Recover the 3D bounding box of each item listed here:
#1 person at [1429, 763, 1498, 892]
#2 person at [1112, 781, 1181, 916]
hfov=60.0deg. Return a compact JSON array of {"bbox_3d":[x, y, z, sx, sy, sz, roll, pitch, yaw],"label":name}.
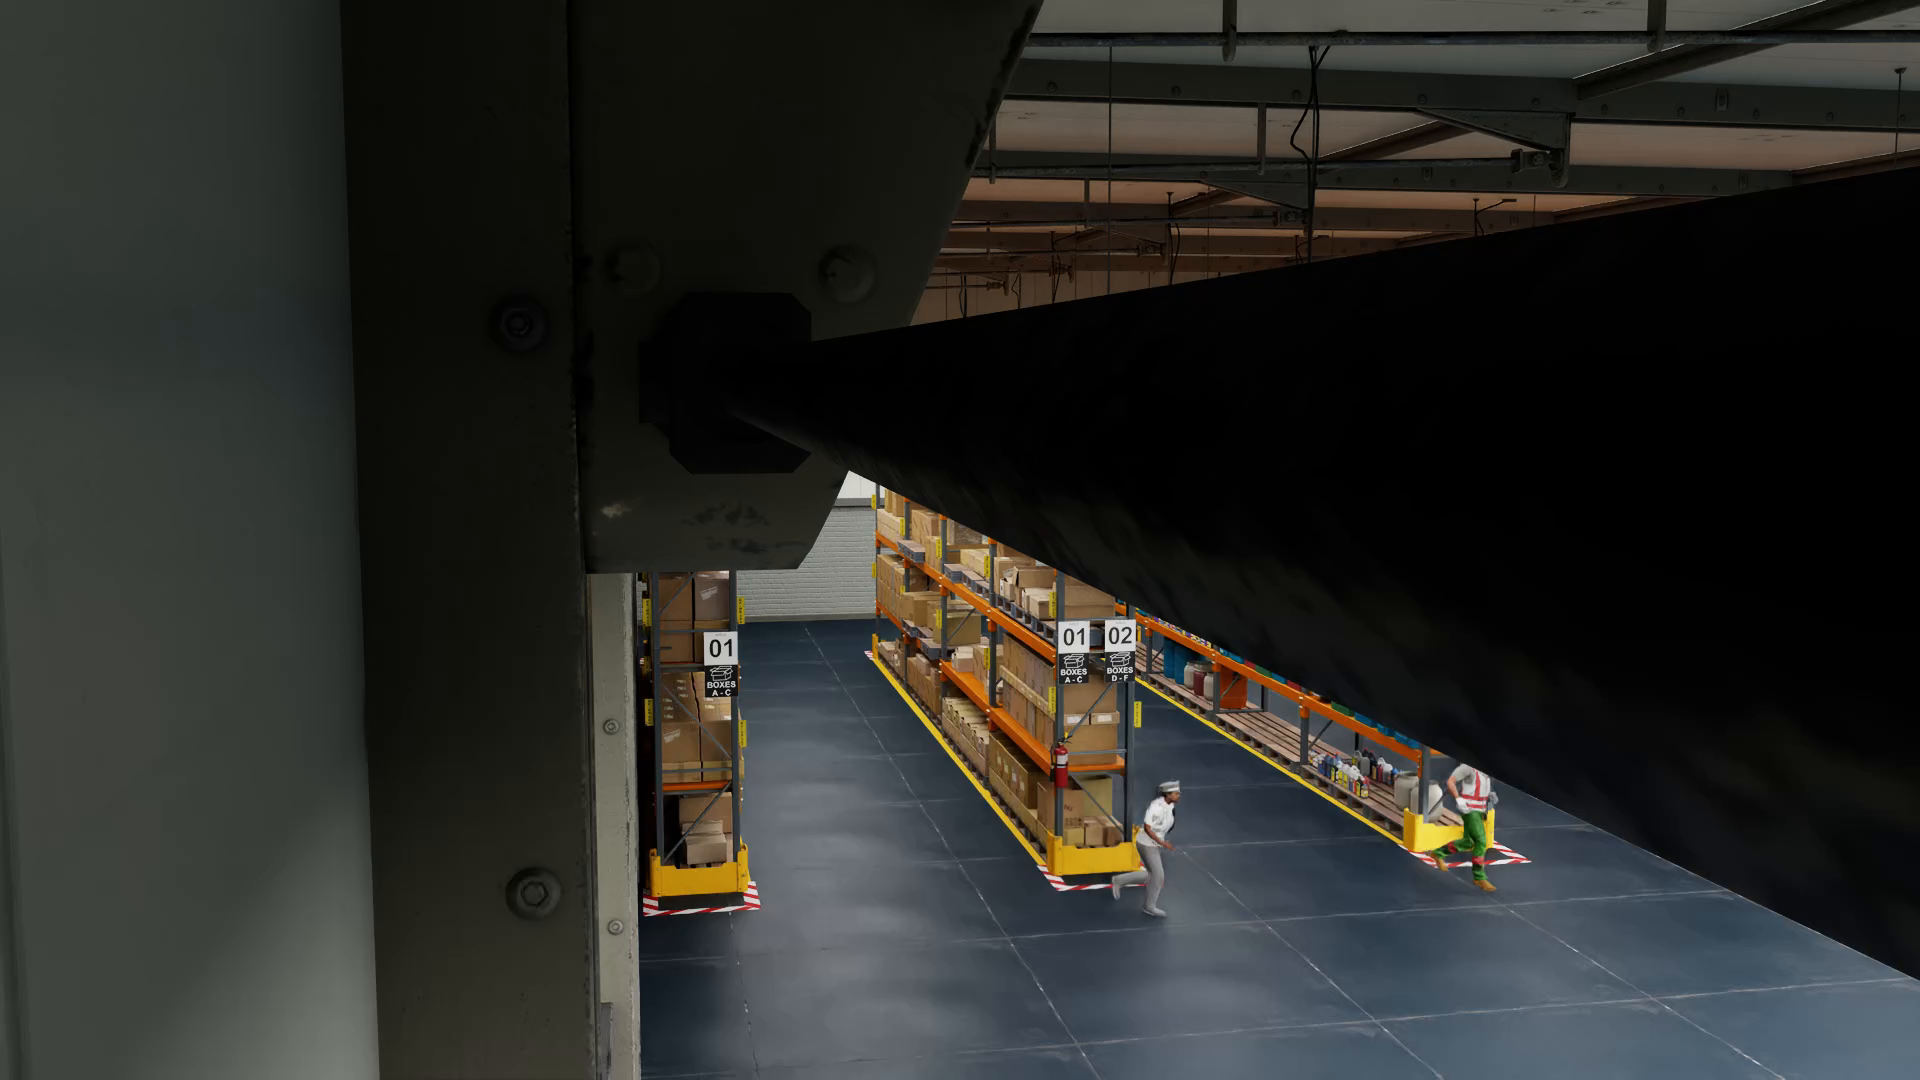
[{"bbox_3d":[6.310,3.348,20.582,0.932,1.763,0.709,5,8,40],"label":"person"},{"bbox_3d":[2.195,3.571,19.449,0.785,1.598,0.568,3,6,24],"label":"person"}]
